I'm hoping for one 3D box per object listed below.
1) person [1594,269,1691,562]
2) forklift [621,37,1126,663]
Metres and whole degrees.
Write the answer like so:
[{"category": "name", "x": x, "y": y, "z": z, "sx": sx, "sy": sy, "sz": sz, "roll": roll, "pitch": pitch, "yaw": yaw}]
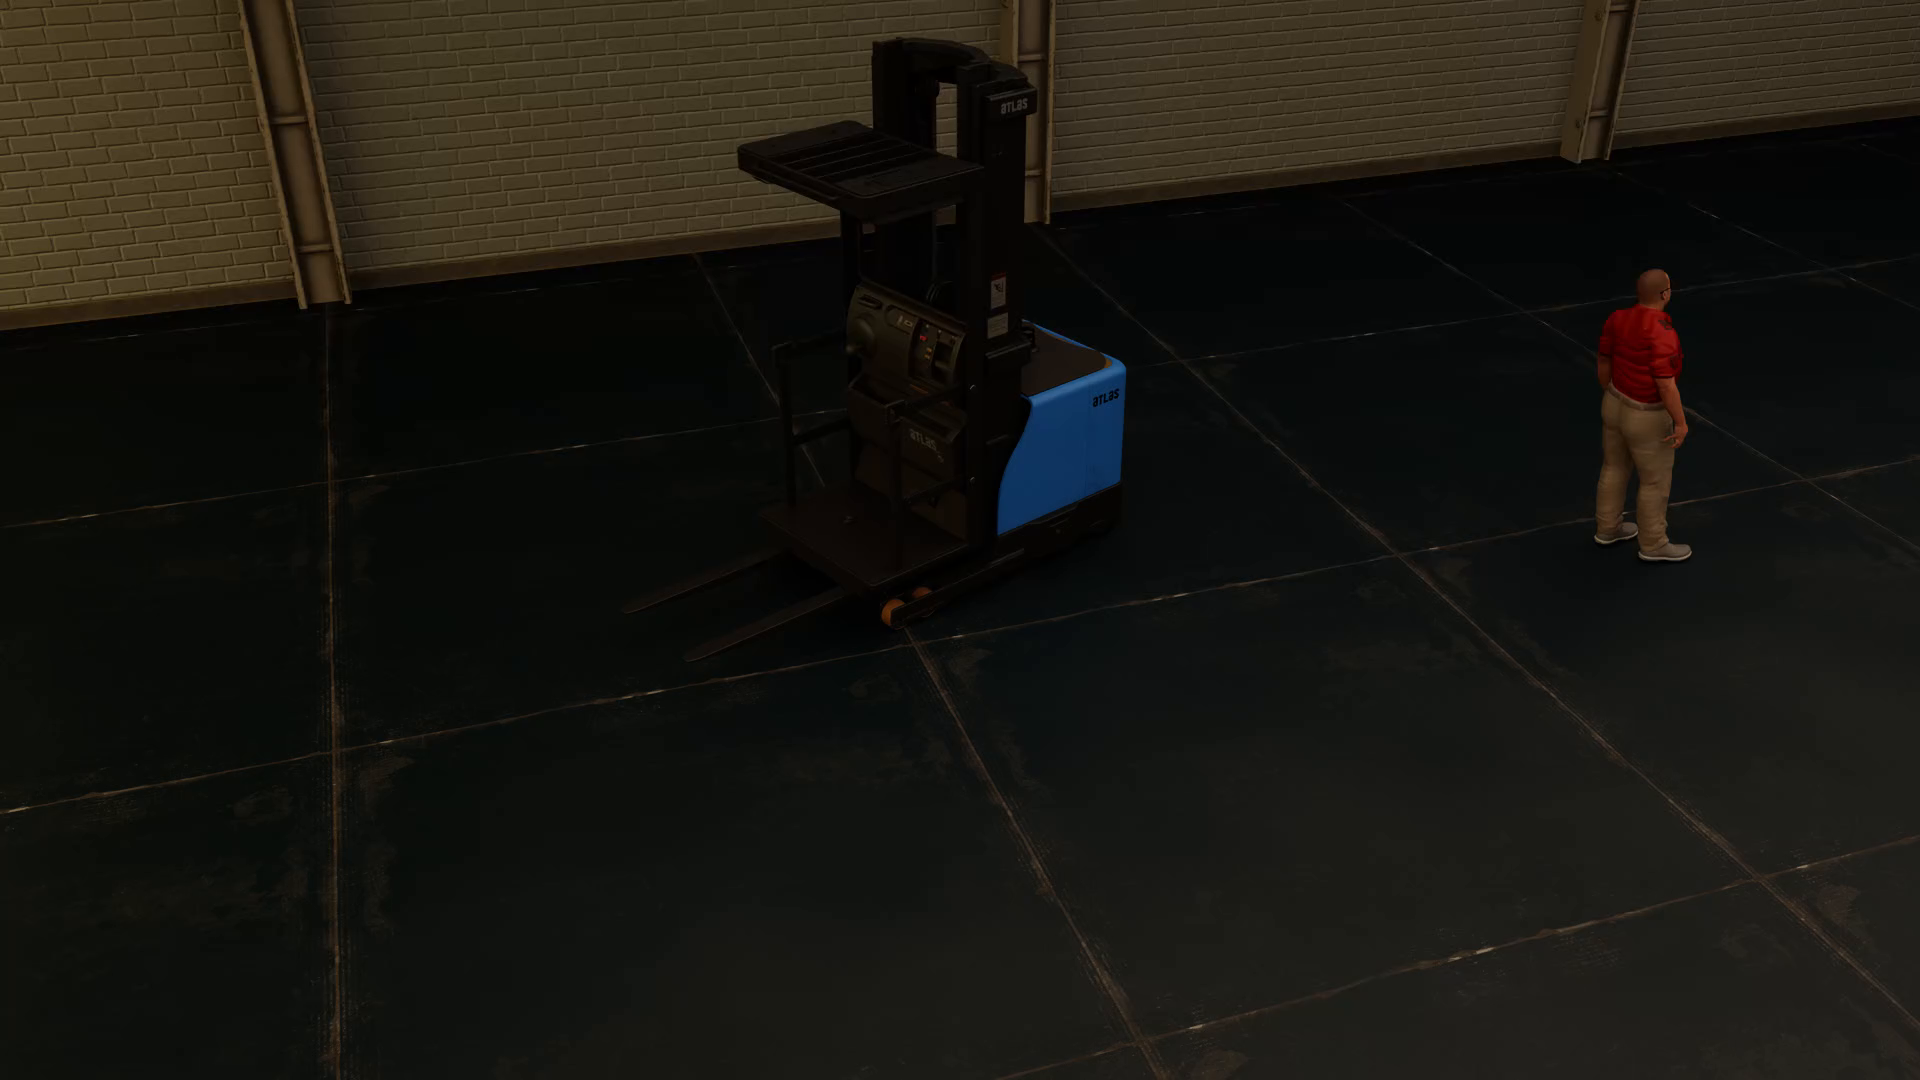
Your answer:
[{"category": "person", "x": 3.972, "y": -0.736, "z": 9.558, "sx": 0.551, "sy": 1.727, "sz": 0.641, "roll": -11, "pitch": 32, "yaw": -19}, {"category": "forklift", "x": -0.461, "y": -1.072, "z": 8.951, "sx": 3.031, "sy": 2.935, "sz": 1.130, "roll": -23, "pitch": 37, "yaw": -34}]
